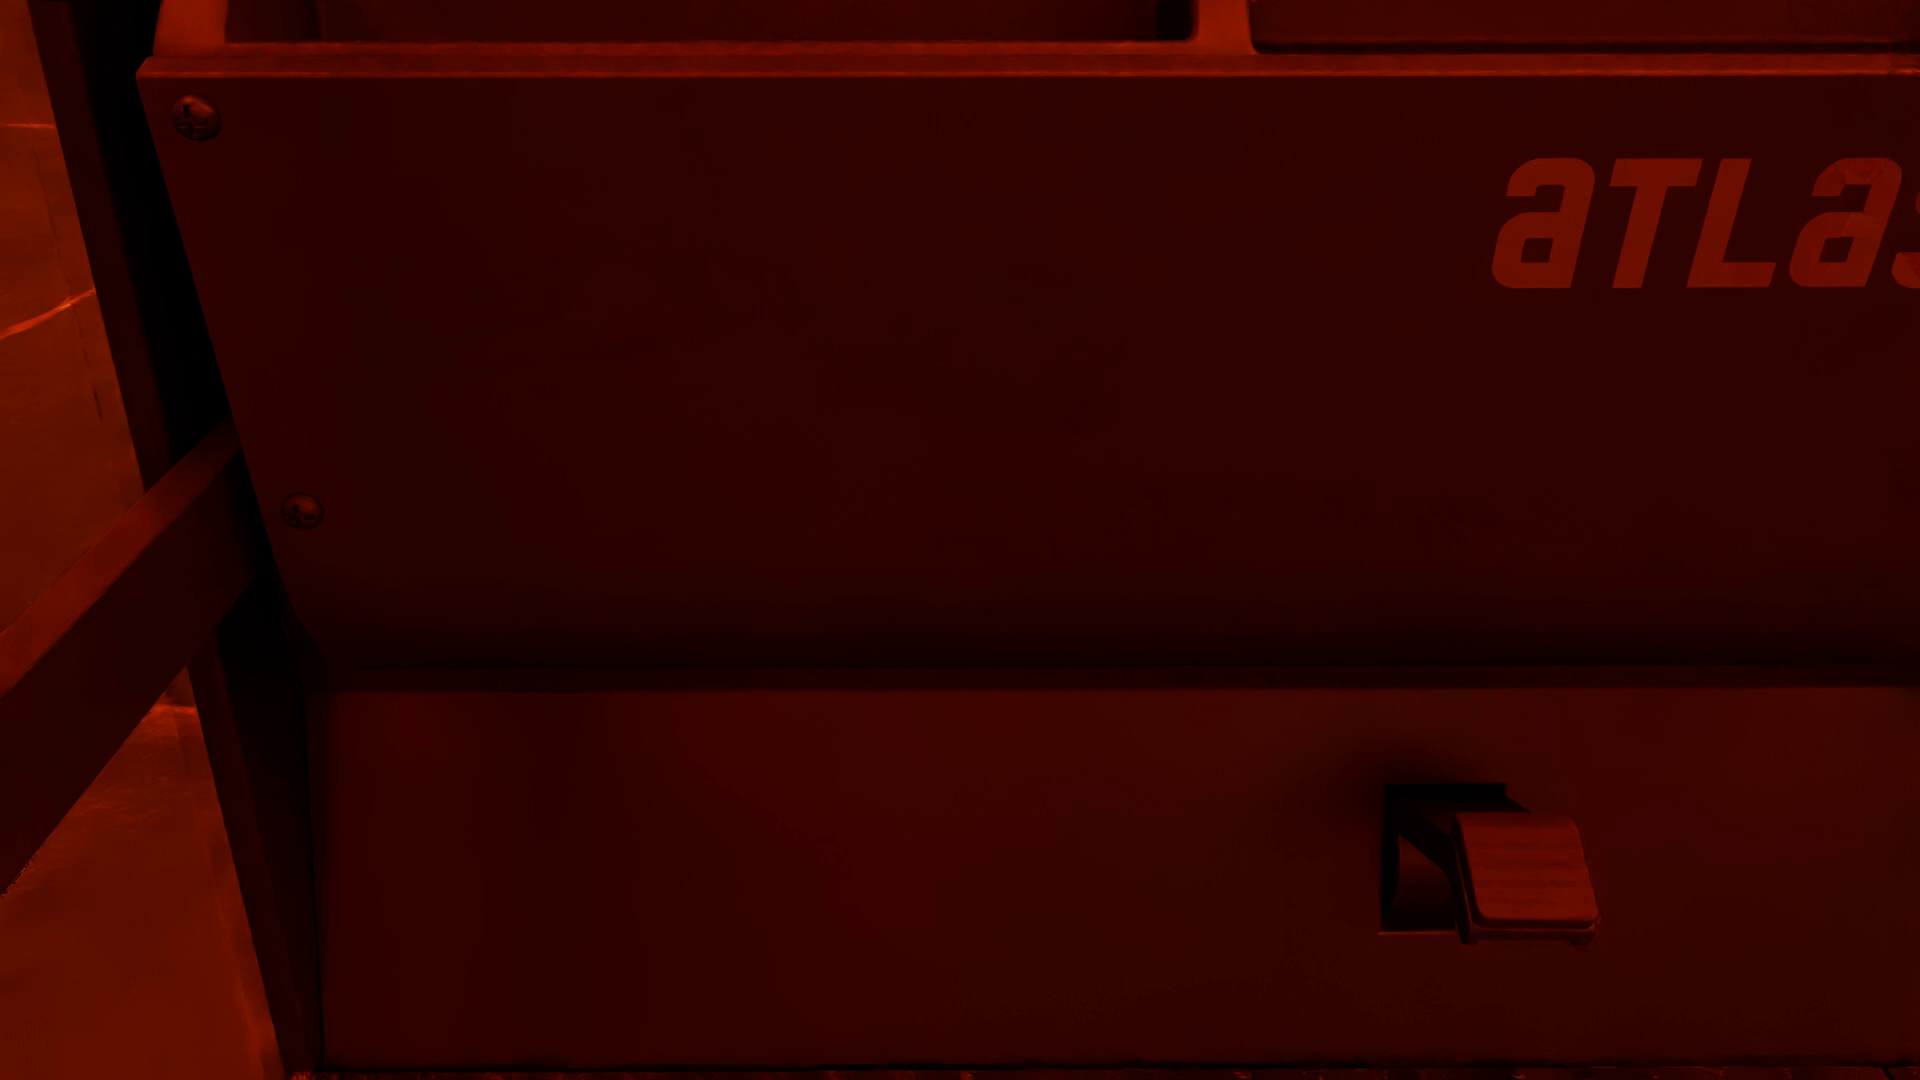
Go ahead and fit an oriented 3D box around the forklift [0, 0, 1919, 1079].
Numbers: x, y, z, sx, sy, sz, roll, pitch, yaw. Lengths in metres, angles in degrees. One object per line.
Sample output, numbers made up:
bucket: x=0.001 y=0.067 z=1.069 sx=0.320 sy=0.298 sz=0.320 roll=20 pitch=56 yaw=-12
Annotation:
forklift: x=0.122 y=-0.571 z=0.361 sx=1.130 sy=2.935 sz=3.031 roll=0 pitch=27 yaw=0
